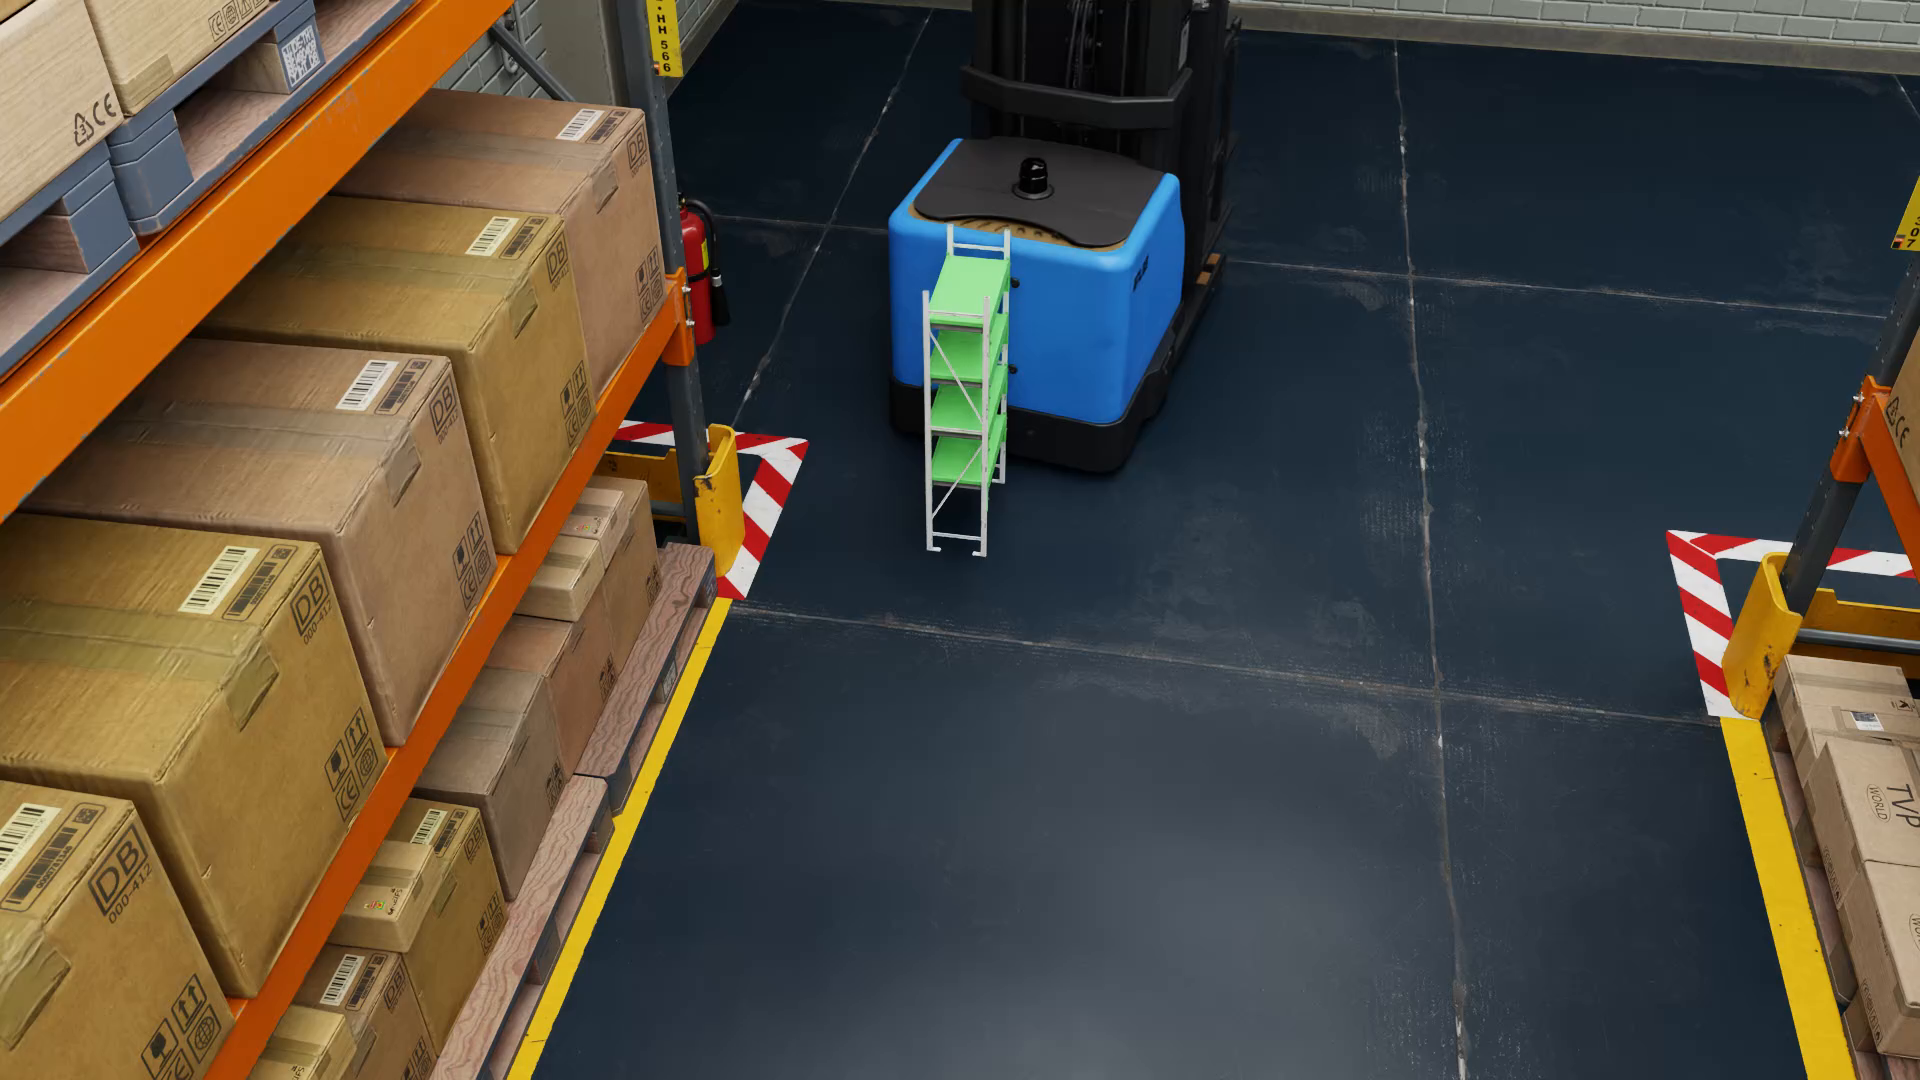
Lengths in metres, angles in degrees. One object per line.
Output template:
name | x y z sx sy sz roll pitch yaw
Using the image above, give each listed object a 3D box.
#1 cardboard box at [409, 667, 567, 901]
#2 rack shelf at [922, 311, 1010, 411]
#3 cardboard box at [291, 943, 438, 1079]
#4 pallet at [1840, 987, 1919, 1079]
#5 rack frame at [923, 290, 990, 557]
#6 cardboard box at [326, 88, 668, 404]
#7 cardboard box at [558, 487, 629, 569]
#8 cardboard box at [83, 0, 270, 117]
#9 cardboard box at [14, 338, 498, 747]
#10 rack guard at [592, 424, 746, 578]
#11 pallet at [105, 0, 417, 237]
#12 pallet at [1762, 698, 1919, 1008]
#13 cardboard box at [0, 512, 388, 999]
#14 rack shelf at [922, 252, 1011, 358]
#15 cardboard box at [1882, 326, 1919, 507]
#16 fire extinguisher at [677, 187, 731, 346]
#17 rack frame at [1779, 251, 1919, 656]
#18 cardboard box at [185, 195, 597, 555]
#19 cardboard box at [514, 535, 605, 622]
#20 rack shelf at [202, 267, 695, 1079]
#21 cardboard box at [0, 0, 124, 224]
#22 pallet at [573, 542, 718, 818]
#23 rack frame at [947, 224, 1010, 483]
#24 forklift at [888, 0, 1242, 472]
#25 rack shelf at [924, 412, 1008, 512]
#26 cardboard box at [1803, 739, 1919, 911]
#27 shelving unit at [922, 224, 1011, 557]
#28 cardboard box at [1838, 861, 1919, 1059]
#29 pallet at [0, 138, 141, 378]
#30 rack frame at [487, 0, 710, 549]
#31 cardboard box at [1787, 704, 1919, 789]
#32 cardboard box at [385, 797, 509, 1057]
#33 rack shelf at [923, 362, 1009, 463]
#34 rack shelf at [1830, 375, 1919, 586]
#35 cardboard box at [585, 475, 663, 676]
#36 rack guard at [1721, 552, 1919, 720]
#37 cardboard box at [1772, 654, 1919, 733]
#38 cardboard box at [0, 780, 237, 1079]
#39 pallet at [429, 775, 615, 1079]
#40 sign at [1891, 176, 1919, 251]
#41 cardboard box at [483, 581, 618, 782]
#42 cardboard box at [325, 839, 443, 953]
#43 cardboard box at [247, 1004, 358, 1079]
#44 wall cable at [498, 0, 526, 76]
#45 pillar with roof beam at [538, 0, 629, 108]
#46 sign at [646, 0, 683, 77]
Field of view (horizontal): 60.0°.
cardboard box | -1.669 0.727 5.149 0.700 0.500 0.500 5 40 6
rack shelf | 0.029 -0.702 6.381 0.258 0.148 0.480 6 40 8
cardboard box | -1.846 1.384 4.354 0.700 0.500 0.500 6 40 7
pallet | 3.042 1.775 4.437 1.003 0.211 1.213 6 40 8
rack frame | -0.014 -0.413 6.308 0.240 1.200 0.015 6 40 8
cardboard box | -1.552 -0.949 5.309 0.980 0.700 0.700 8 40 10
cardboard box | -1.339 -0.052 5.582 0.380 0.149 0.250 6 40 7
cardboard box | -1.603 -0.989 2.947 0.500 0.250 0.500 5 40 6
cardboard box | -1.808 -0.014 4.177 0.980 0.700 0.700 5 40 6
rack guard | -1.470 -0.207 6.607 1.175 0.500 0.348 6 40 8
pallet | -1.801 -1.042 3.372 1.003 0.211 1.213 6 40 8
pallet | 3.256 1.012 5.361 1.003 0.211 1.213 6 40 8
cardboard box | -1.924 0.444 3.624 0.980 0.700 0.700 5 40 7
rack shelf | 0.029 -0.887 6.228 0.258 0.148 0.480 6 40 8
cardboard box | 3.069 -0.400 4.801 0.500 0.500 0.500 7 40 9
fire extinguisher | -0.993 -1.025 5.989 0.296 0.674 0.183 6 40 8
rack frame | 3.406 -0.611 5.135 1.000 3.000 0.127 6 40 8
cardboard box | -1.667 -0.491 4.755 0.980 0.700 0.700 6 40 7
cardboard box | -1.383 0.108 5.388 0.380 0.149 0.250 7 40 9
rack shelf | -1.820 0.378 4.504 1.077 0.370 4.000 6 40 8
cardboard box | -1.685 -0.666 2.557 0.500 0.250 0.500 6 40 7
pallet | -1.535 0.430 6.064 1.003 0.211 1.213 6 40 8
rack frame | 0.071 -0.719 6.679 0.240 1.200 0.015 6 40 8
forklift | 0.682 -2.358 7.302 1.130 2.935 3.031 13 41 15
rack shelf | 0.029 -0.332 6.687 0.258 0.148 0.480 6 40 8
cardboard box | 2.946 0.903 5.116 0.500 0.250 0.500 6 40 8
shelving unit | 0.029 -0.566 6.493 0.258 1.200 0.503 6 40 8
cardboard box | 2.859 1.217 4.737 0.500 0.250 0.500 6 40 8
pallet | -2.014 -0.279 2.449 1.003 0.211 1.213 6 40 8
rack frame | -1.474 -1.155 5.793 1.000 3.000 0.127 6 40 8
cardboard box | 2.951 0.693 5.436 0.380 0.166 0.250 6 40 8
cardboard box | -1.754 1.062 4.743 0.700 0.500 0.500 7 40 9
rack shelf | 0.029 -0.517 6.534 0.258 0.148 0.480 6 40 8
rack shelf | 3.060 0.921 3.846 1.077 0.370 4.000 6 40 8
cardboard box | -1.497 0.097 5.911 0.700 0.500 0.500 6 40 8
rack guard | 3.393 0.400 5.874 1.175 0.500 0.348 6 40 8
cardboard box | 2.995 0.543 5.631 0.380 0.149 0.250 6 40 8
cardboard box | -2.056 0.901 3.070 0.980 0.700 0.700 7 40 8
pallet | -1.749 1.194 5.141 1.003 0.211 1.213 6 40 8
sign | 2.871 -1.004 4.931 0.100 0.325 0.005 6 40 8
cardboard box | -1.583 0.411 5.531 0.700 0.500 0.500 6 40 8
cardboard box | -1.607 0.927 4.398 0.380 0.149 0.250 5 40 6
cardboard box | -1.697 1.254 4.002 0.380 0.149 0.250 8 40 9
wall cable | -2.184 -2.454 6.567 0.084 1.984 1.851 6 40 8
pillar with roof beam | 2.381 -4.782 5.472 9.100 9.000 0.400 6 40 8
sign | -0.942 -1.624 5.265 0.100 0.325 0.005 6 40 8
